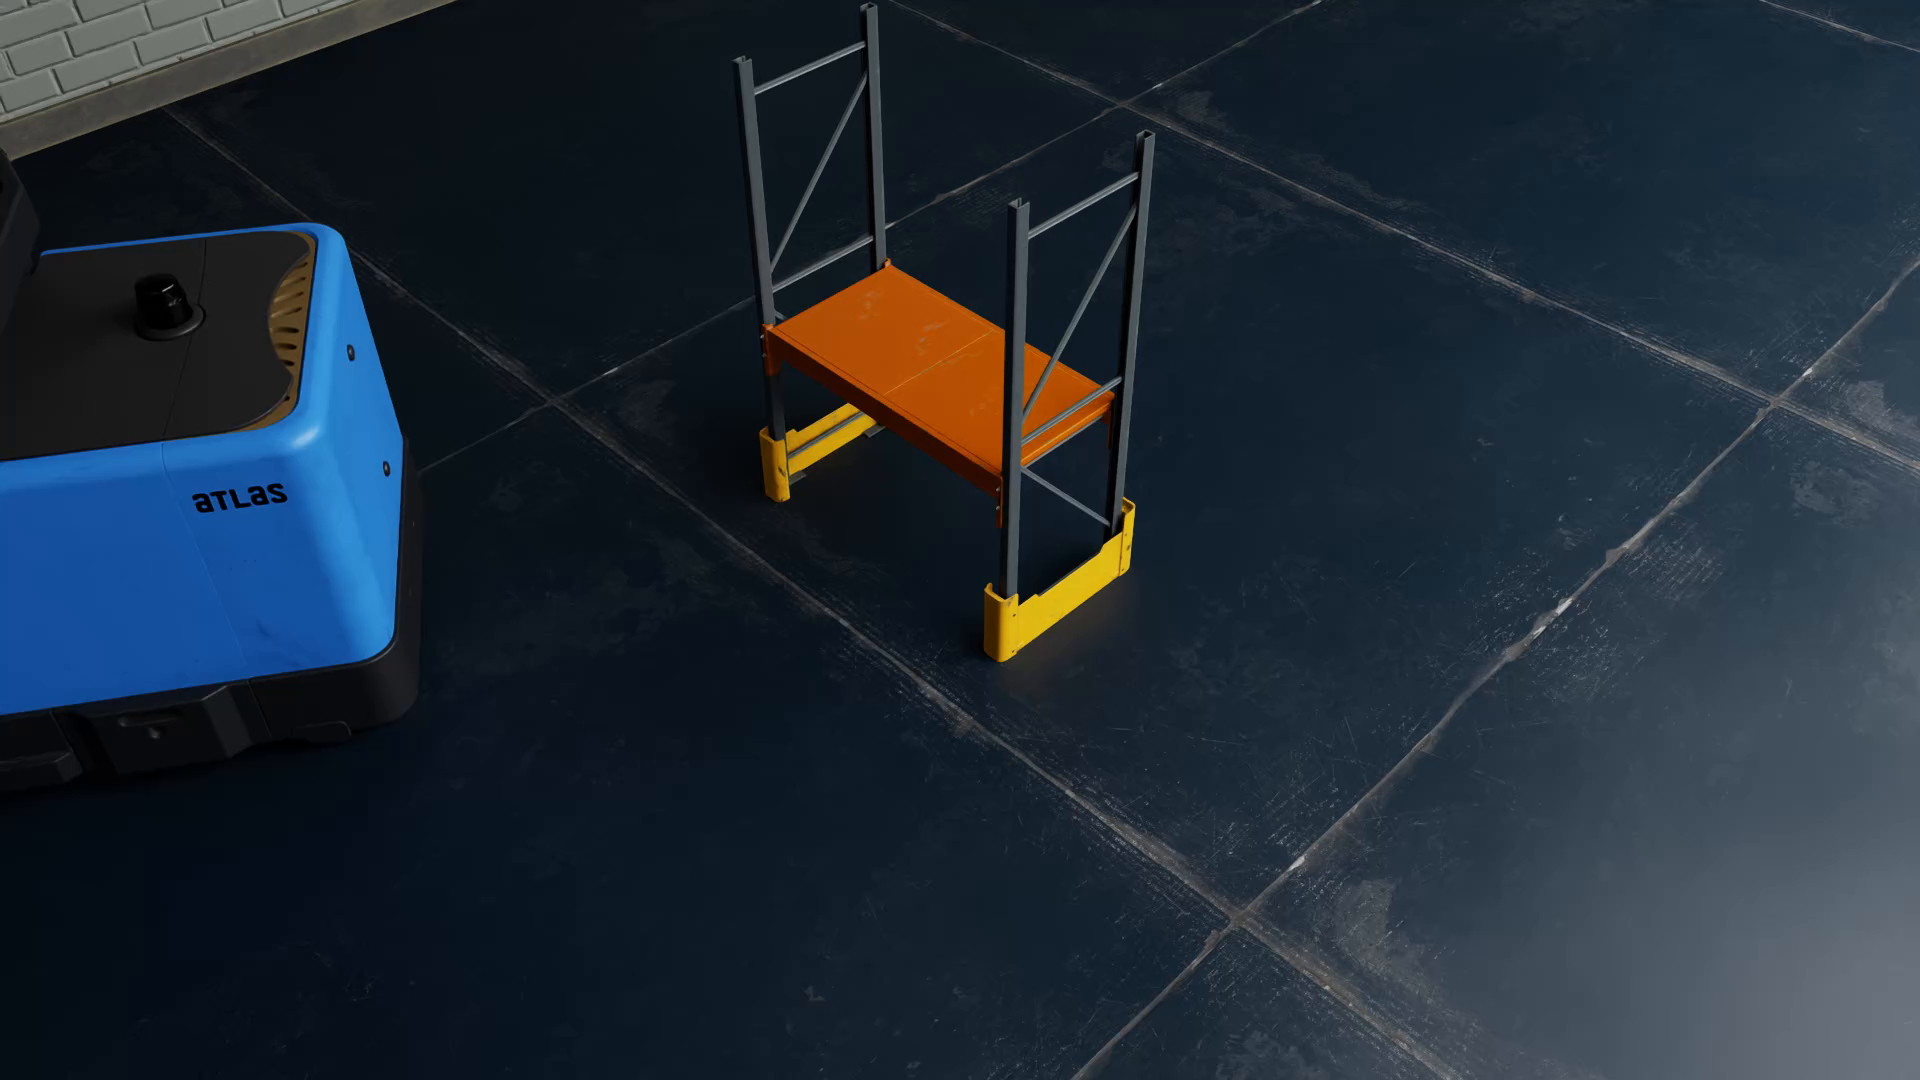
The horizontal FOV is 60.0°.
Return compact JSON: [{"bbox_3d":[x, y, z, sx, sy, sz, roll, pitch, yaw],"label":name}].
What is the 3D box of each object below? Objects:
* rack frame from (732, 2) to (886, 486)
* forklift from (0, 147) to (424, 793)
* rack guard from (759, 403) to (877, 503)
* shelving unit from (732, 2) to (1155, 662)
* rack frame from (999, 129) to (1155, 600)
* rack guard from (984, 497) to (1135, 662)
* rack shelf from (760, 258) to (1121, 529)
[{"bbox_3d":[-0.419,-0.836,5.050,0.500,1.500,0.032,-34,53,-31],"label":"rack frame"},{"bbox_3d":[-3.095,-0.659,3.804,3.031,2.935,1.130,-8,43,-9],"label":"forklift"},{"bbox_3d":[-0.406,-0.368,5.464,0.587,0.250,0.087,-34,53,-31],"label":"rack guard"},{"bbox_3d":[-0.054,-0.587,4.781,0.587,1.500,1.083,-34,53,-31],"label":"shelving unit"},{"bbox_3d":[0.299,-0.348,4.521,0.500,1.500,0.032,-34,53,-31],"label":"rack frame"},{"bbox_3d":[0.298,0.111,4.946,0.587,0.250,0.087,-34,53,-31],"label":"rack guard"},{"bbox_3d":[-0.060,-0.460,4.907,0.538,0.185,1.000,-34,53,-31],"label":"rack shelf"}]
